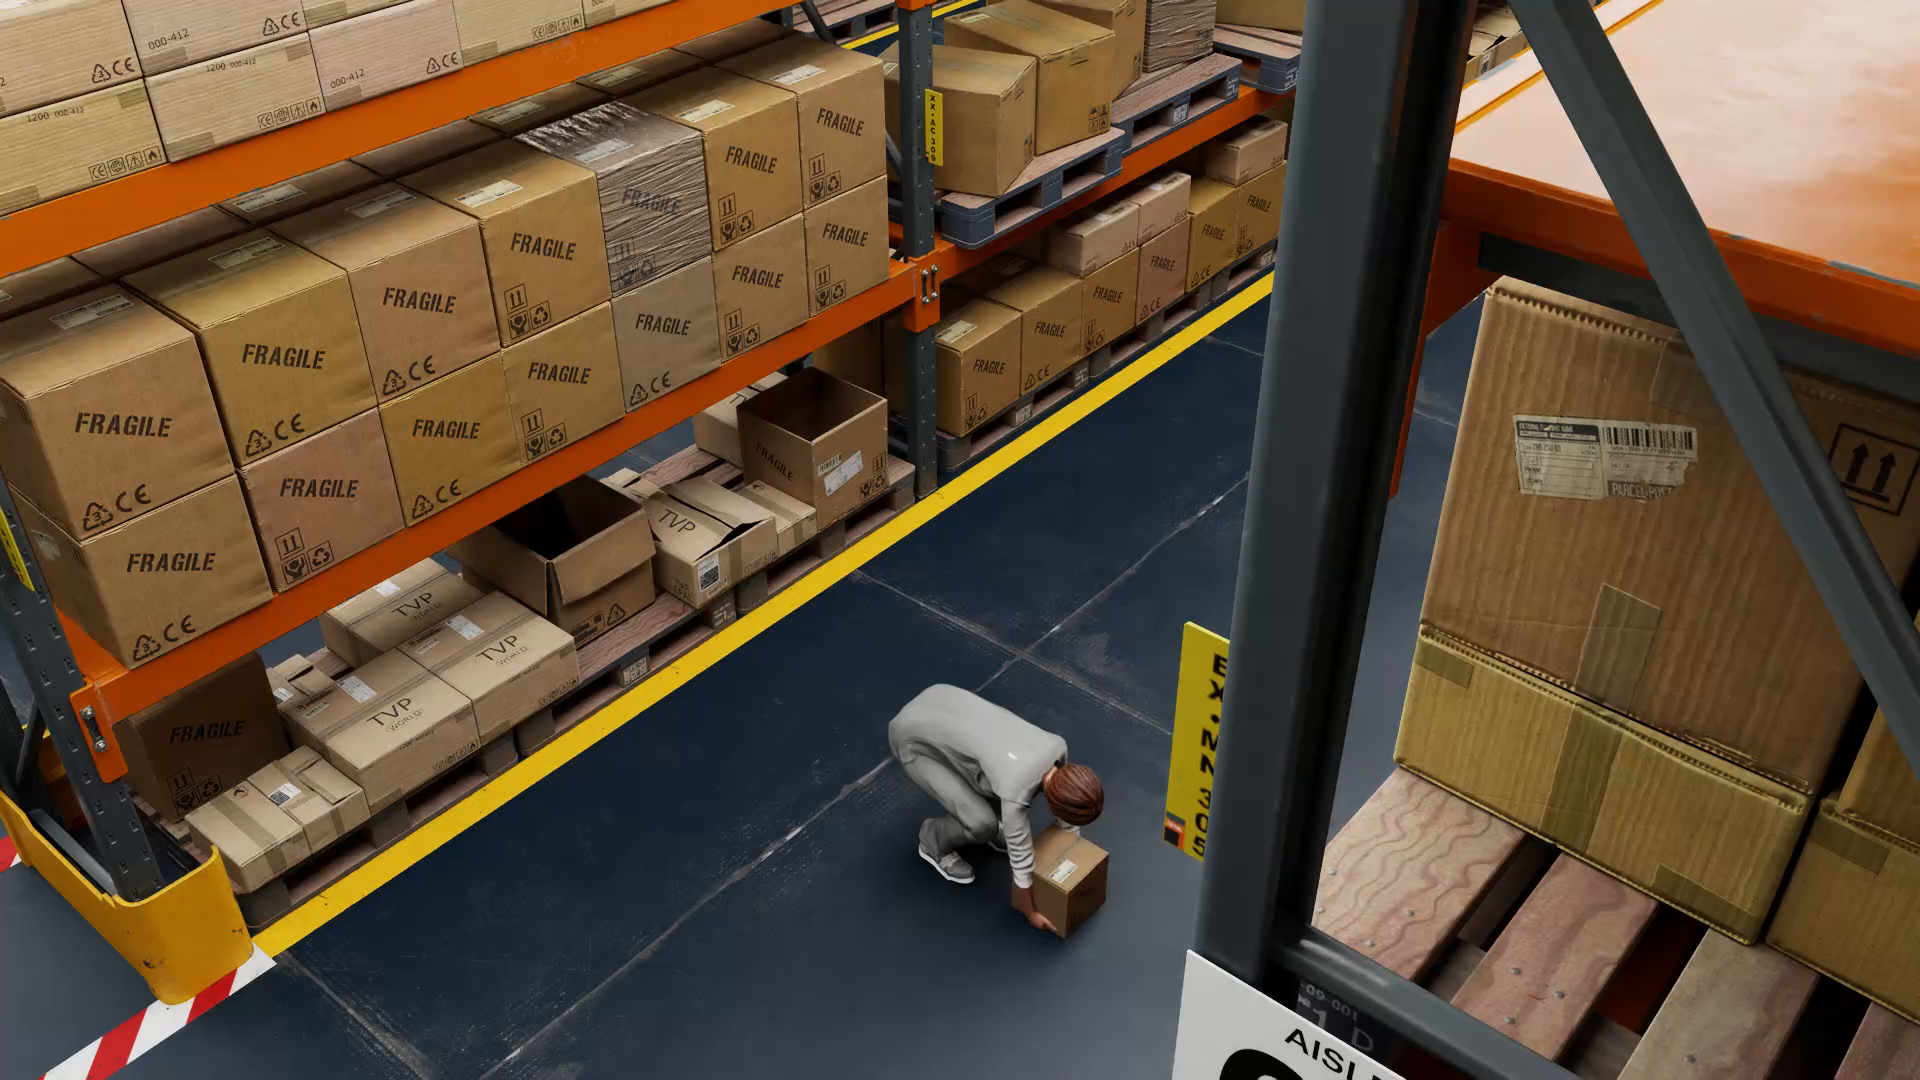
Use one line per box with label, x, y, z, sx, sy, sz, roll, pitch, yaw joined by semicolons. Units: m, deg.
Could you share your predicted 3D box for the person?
person;0.133;0.948;6.086;0.873;0.760;0.419;24;42;30
